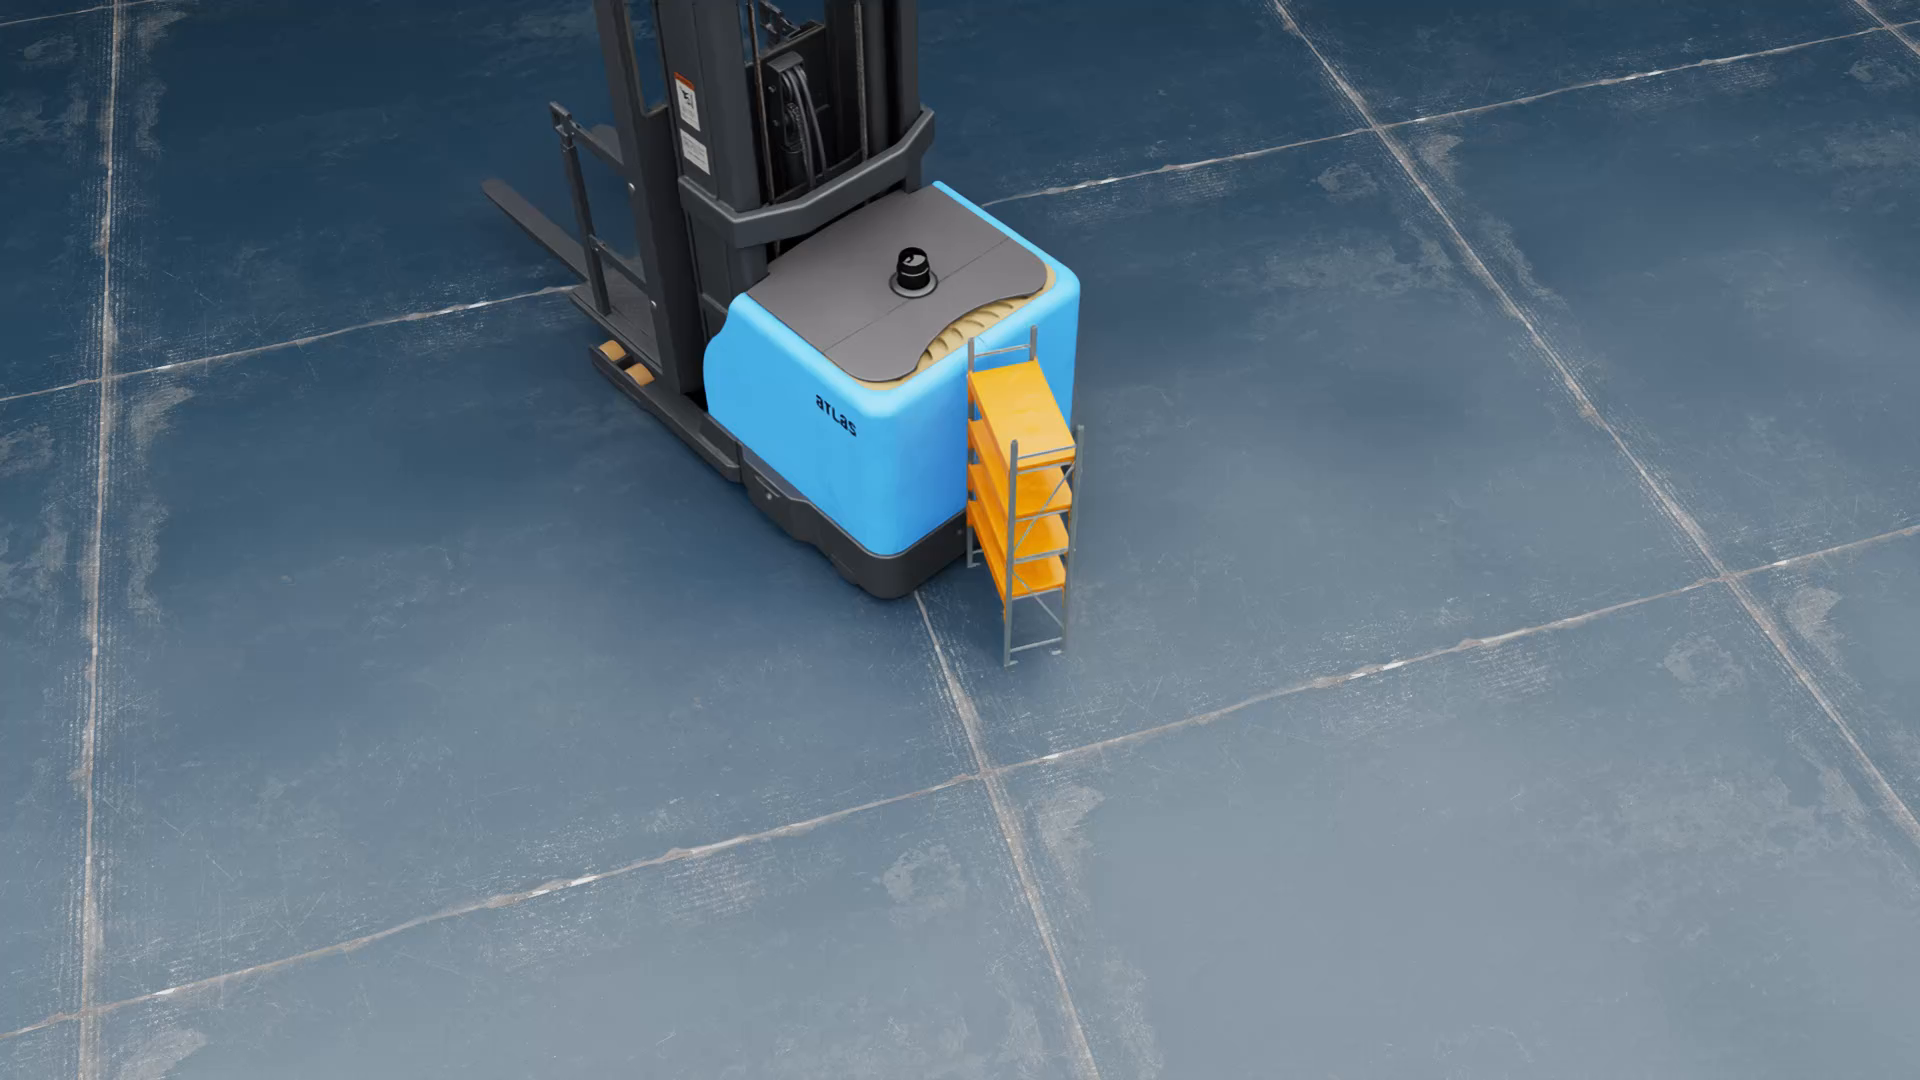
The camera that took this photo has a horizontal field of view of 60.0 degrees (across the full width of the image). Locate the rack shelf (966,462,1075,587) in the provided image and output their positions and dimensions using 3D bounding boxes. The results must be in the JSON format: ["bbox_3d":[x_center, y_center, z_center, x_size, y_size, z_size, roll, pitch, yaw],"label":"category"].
[{"bbox_3d":[0.210,-0.083,5.913,0.258,0.148,0.480,-12,51,-10],"label":"rack shelf"}]

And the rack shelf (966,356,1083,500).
[{"bbox_3d":[0.210,-0.380,5.561,0.258,0.148,0.480,-12,51,-10],"label":"rack shelf"}]

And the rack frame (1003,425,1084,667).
[{"bbox_3d":[0.277,0.053,5.711,0.240,1.200,0.015,-12,51,-10],"label":"rack frame"}]

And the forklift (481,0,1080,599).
[{"bbox_3d":[-0.924,-1.763,6.109,1.130,2.935,3.031,-35,58,-26],"label":"forklift"}]

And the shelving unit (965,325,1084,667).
[{"bbox_3d":[0.210,-0.127,5.862,0.258,1.200,0.503,-12,51,-10],"label":"shelving unit"}]

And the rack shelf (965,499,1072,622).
[{"bbox_3d":[0.210,0.045,6.065,0.258,0.148,0.480,-12,51,-10],"label":"rack shelf"}]

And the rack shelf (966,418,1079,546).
[{"bbox_3d":[0.210,-0.228,5.742,0.258,0.148,0.480,-12,51,-10],"label":"rack shelf"}]

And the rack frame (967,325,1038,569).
[{"bbox_3d":[0.143,-0.306,6.013,0.240,1.200,0.015,-12,51,-10],"label":"rack frame"}]
